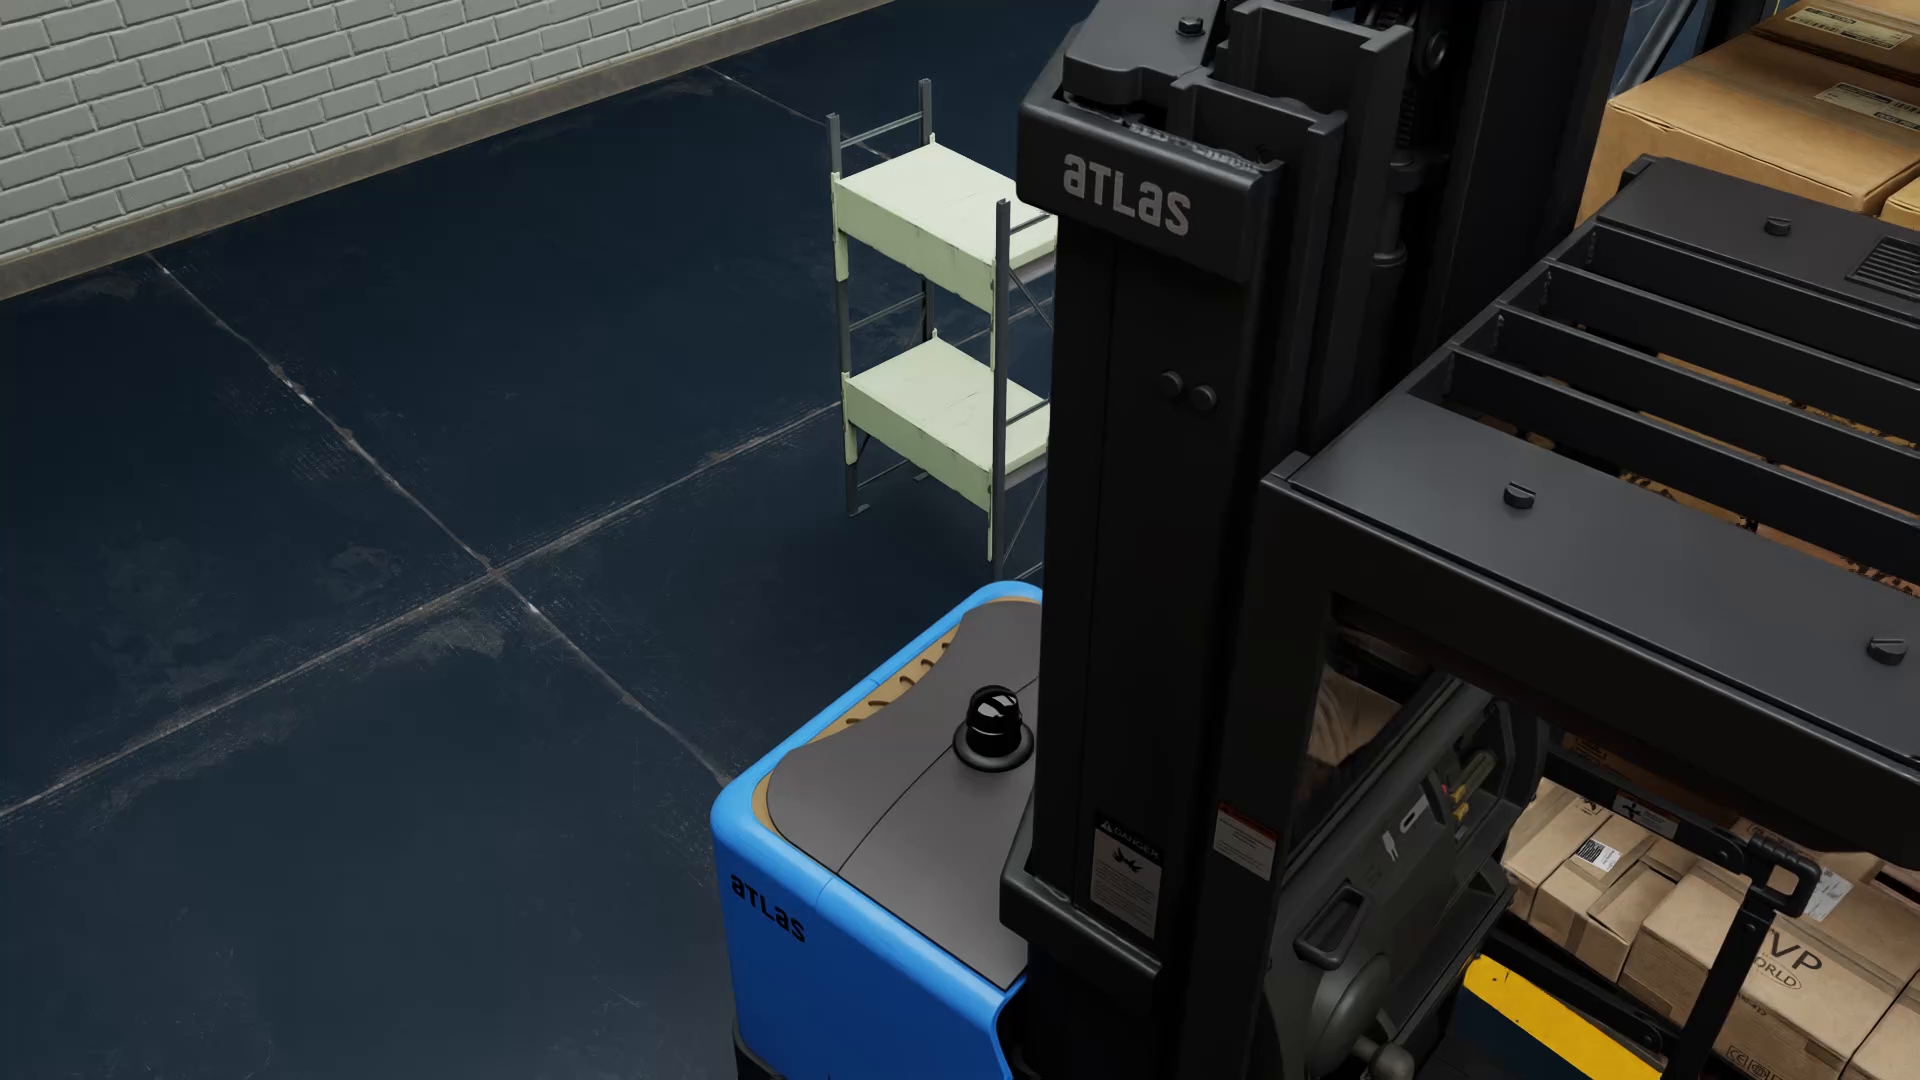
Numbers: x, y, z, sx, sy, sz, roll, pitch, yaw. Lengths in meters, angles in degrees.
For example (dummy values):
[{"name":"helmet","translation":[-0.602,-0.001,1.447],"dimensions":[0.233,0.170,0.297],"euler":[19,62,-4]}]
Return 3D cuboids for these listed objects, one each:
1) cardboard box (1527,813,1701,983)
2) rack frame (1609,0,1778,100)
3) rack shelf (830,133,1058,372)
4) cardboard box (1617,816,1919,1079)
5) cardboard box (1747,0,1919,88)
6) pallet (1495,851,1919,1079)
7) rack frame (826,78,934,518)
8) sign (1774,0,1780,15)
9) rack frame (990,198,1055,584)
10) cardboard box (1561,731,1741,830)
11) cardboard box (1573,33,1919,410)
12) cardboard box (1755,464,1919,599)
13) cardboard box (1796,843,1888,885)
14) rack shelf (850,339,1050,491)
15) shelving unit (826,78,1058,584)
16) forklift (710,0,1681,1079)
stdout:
[{"name":"cardboard box","translation":[1.653,0.883,4.175],"dimensions":[0.380,0.166,0.250],"euler":[-30,48,-32]},{"name":"rack frame","translation":[1.453,-0.504,3.987],"dimensions":[1.000,3.000,0.127],"euler":[-30,48,-32]},{"name":"rack shelf","translation":[0.005,-0.884,5.030],"dimensions":[0.431,0.370,0.720],"euler":[-30,48,-32]},{"name":"cardboard box","translation":[1.950,0.998,3.965],"dimensions":[0.500,0.250,0.500],"euler":[-30,48,-32]},{"name":"cardboard box","translation":[1.957,-0.843,3.531],"dimensions":[0.500,0.500,0.500],"euler":[-30,48,-32]},{"name":"pallet","translation":[2.045,0.985,4.363],"dimensions":[1.003,0.211,1.213],"euler":[-30,48,-32]},{"name":"rack frame","translation":[-0.243,-0.750,5.485],"dimensions":[0.400,1.500,0.023],"euler":[-30,48,-32]},{"name":"sign","translation":[1.876,-1.304,3.804],"dimensions":[0.100,0.325,0.005],"euler":[-30,48,-32]},{"name":"rack frame","translation":[0.252,-0.411,5.065],"dimensions":[0.400,1.500,0.023],"euler":[-30,48,-32]},{"name":"cardboard box","translation":[2.003,0.444,4.452],"dimensions":[0.500,0.500,0.500],"euler":[-30,48,-32]},{"name":"cardboard box","translation":[1.559,-0.615,3.248],"dimensions":[0.500,0.500,0.500],"euler":[-28,47,-31]},{"name":"cardboard box","translation":[1.912,0.011,3.270],"dimensions":[0.500,0.500,0.500],"euler":[-30,48,-32]},{"name":"cardboard box","translation":[2.210,0.800,4.277],"dimensions":[0.380,0.166,0.250],"euler":[-30,48,-32]},{"name":"rack shelf","translation":[0.005,-0.403,5.418],"dimensions":[0.368,0.124,0.686],"euler":[-30,48,-32]},{"name":"shelving unit","translation":[0.005,-0.580,5.275],"dimensions":[0.431,1.500,0.755],"euler":[-30,48,-32]},{"name":"forklift","translation":[0.922,0.595,2.680],"dimensions":[3.031,2.935,1.130],"euler":[28,47,30]}]
